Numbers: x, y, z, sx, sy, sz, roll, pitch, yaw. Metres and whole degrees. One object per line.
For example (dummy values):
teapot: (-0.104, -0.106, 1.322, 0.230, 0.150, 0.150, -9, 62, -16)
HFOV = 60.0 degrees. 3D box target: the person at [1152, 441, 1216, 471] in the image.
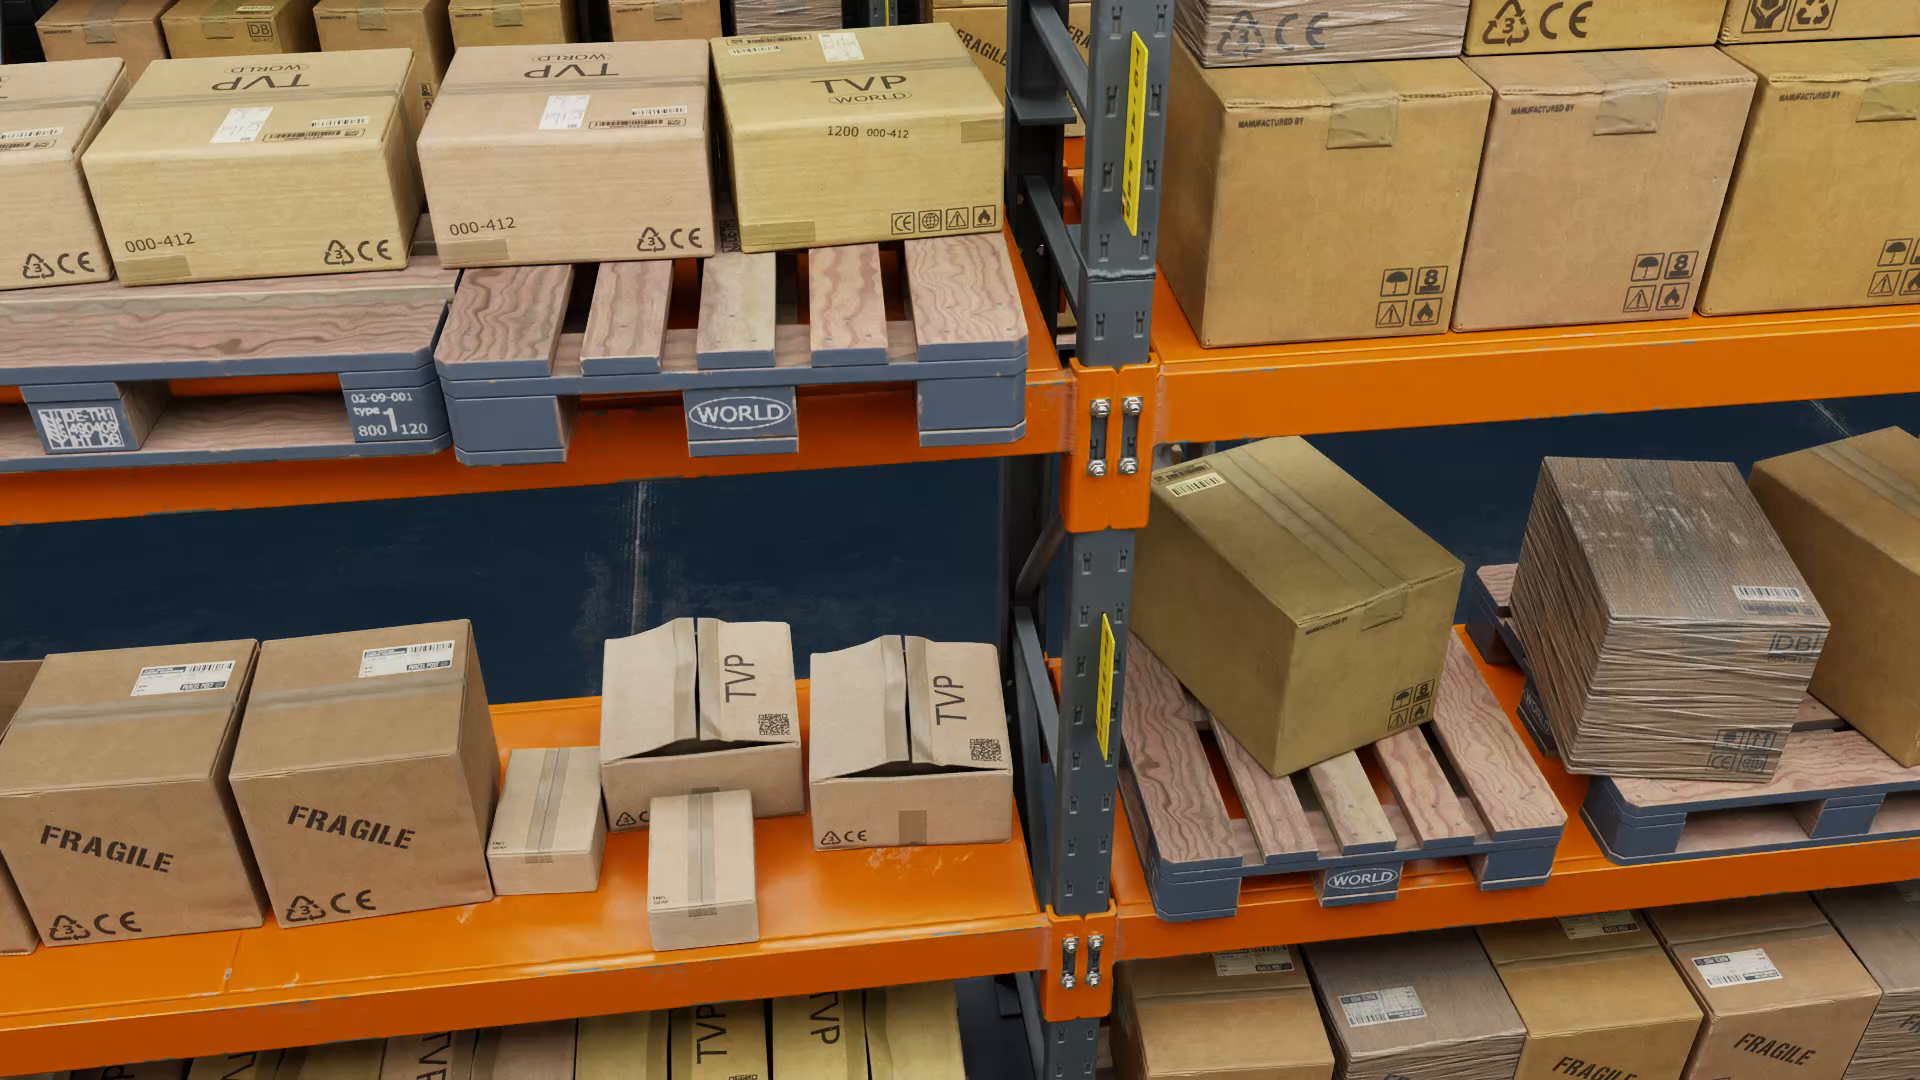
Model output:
person: (0.951, -0.697, 7.140, 0.438, 1.681, 0.396, -4, 35, -5)
